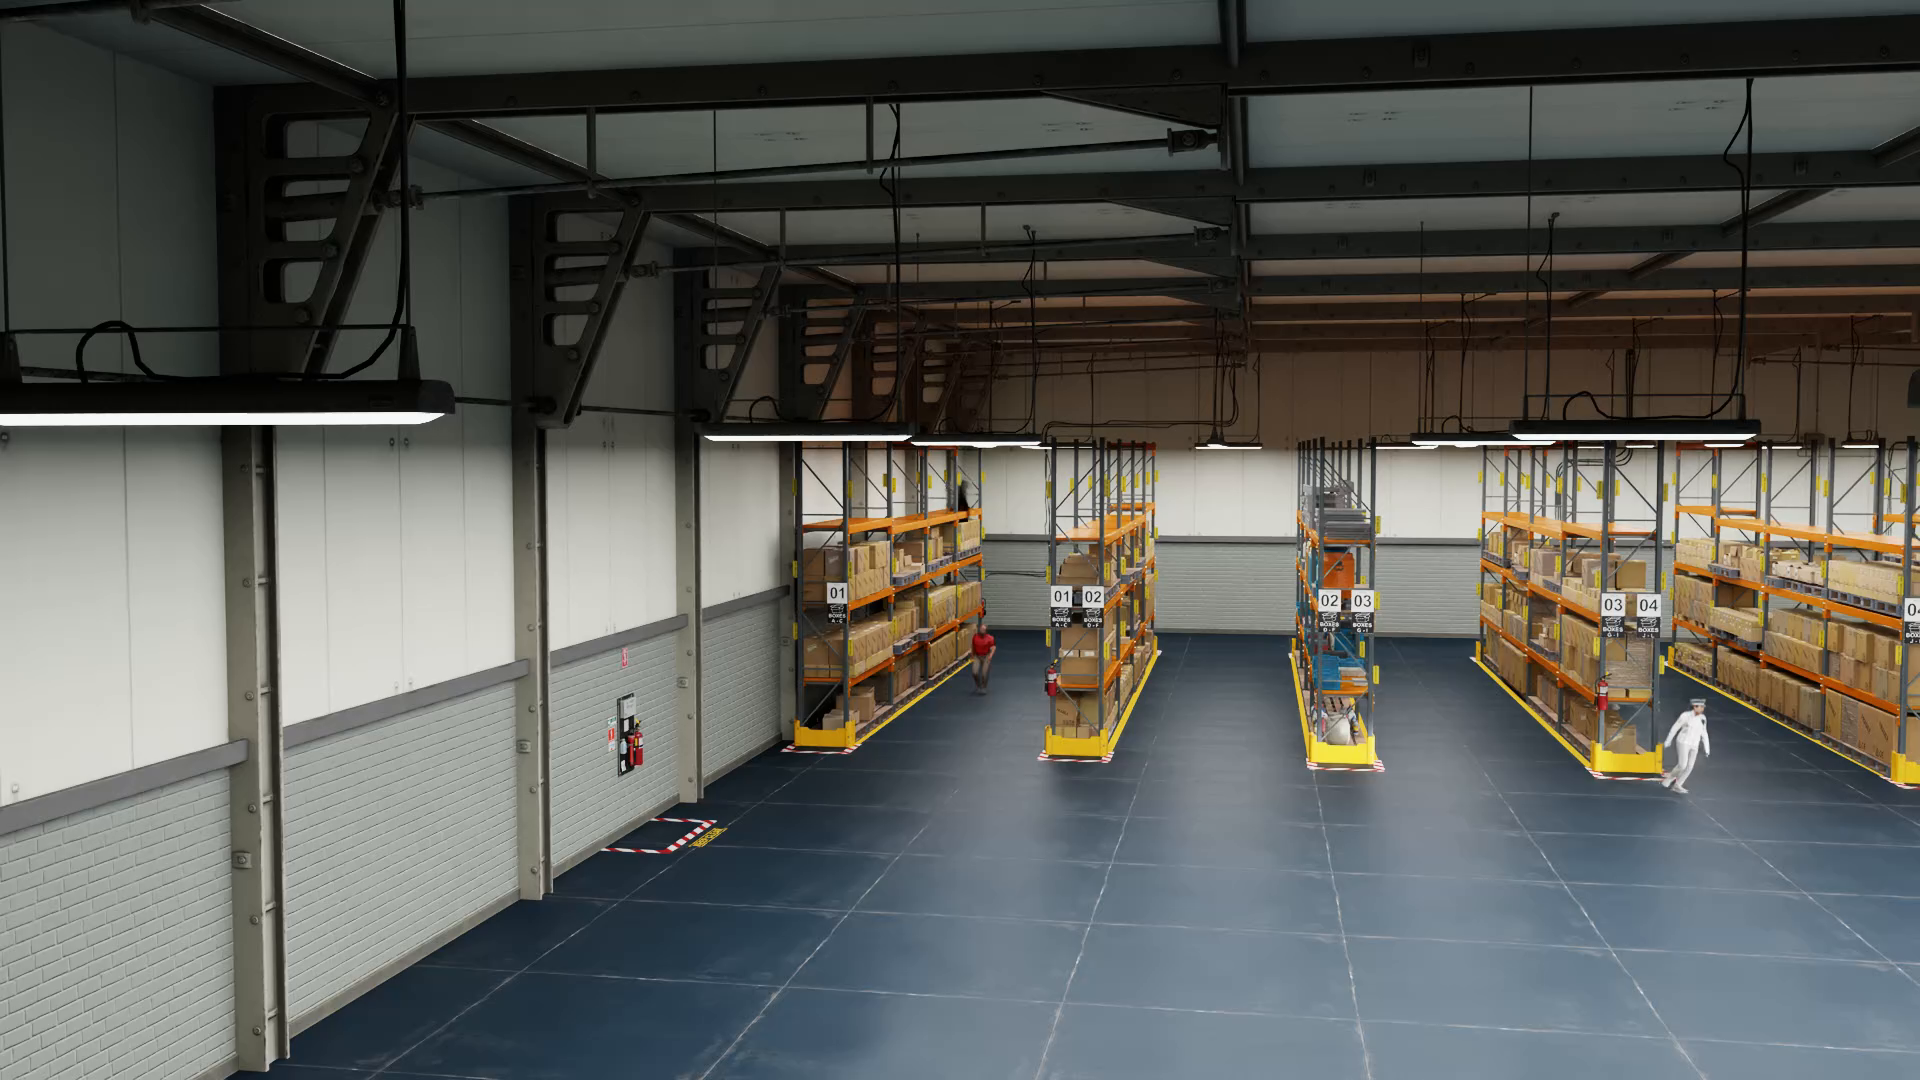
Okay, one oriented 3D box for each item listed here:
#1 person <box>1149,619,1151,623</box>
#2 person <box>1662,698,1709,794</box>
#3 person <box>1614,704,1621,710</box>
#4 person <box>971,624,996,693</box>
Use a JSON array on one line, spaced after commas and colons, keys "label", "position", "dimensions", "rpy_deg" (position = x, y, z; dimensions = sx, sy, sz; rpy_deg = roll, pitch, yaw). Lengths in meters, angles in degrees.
[{"label": "person", "position": [5.237, 2.324, 48.429], "dimensions": [0.563, 1.737, 0.741], "rpy_deg": [0, 3, -7]}, {"label": "person", "position": [12.179, 3.442, 27.879], "dimensions": [0.647, 1.623, 0.564], "rpy_deg": [-1, 3, -15]}, {"label": "person", "position": [14.888, 2.942, 37.013], "dimensions": [0.650, 1.647, 0.823], "rpy_deg": [2, 3, 27]}, {"label": "person", "position": [0.529, 2.803, 39.132], "dimensions": [0.661, 1.669, 0.805], "rpy_deg": [0, 3, 8]}]
